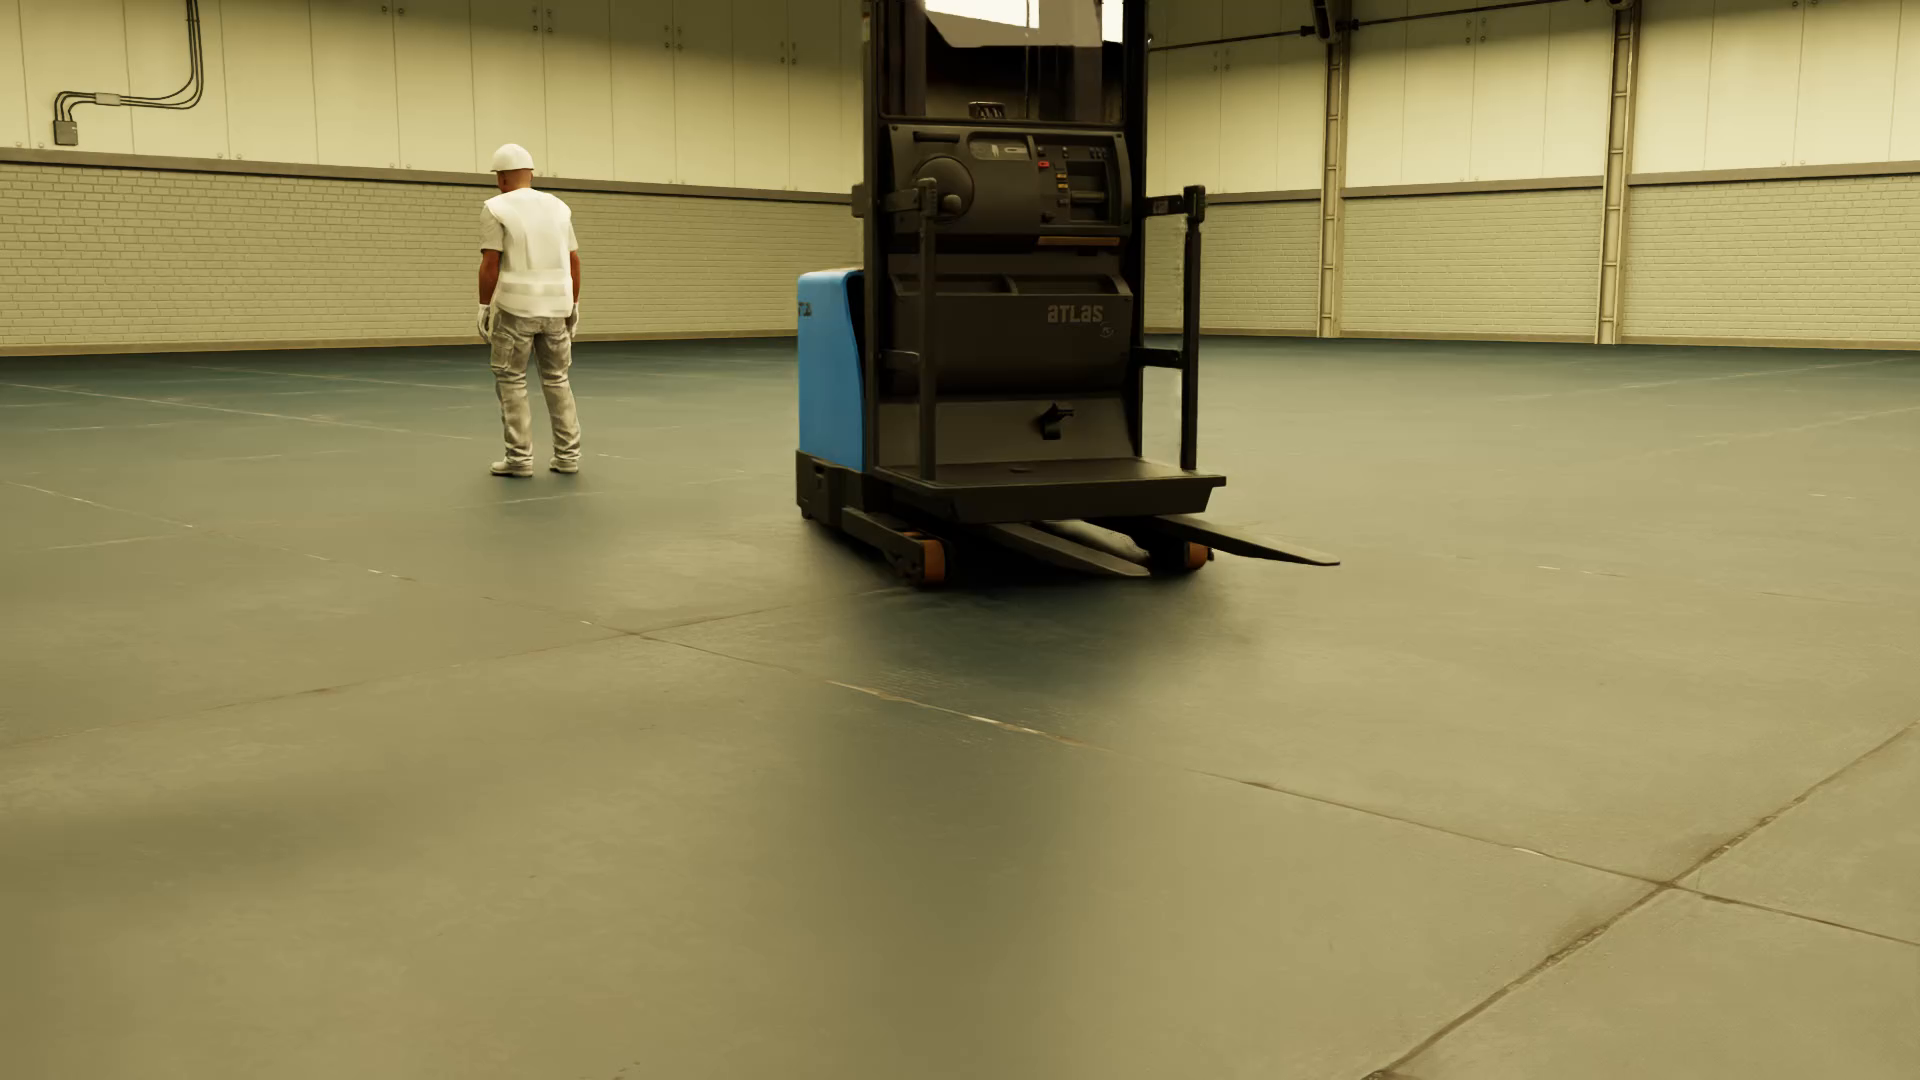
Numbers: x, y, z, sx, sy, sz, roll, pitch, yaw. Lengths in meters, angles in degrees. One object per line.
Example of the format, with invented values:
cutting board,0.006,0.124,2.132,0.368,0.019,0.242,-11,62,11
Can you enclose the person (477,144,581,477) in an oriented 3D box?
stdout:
person,-2.335,-1.239,9.004,0.616,1.772,0.453,-8,12,-44

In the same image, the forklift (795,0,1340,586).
forklift,0.264,-1.358,5.894,1.130,2.935,3.031,-3,9,-20
